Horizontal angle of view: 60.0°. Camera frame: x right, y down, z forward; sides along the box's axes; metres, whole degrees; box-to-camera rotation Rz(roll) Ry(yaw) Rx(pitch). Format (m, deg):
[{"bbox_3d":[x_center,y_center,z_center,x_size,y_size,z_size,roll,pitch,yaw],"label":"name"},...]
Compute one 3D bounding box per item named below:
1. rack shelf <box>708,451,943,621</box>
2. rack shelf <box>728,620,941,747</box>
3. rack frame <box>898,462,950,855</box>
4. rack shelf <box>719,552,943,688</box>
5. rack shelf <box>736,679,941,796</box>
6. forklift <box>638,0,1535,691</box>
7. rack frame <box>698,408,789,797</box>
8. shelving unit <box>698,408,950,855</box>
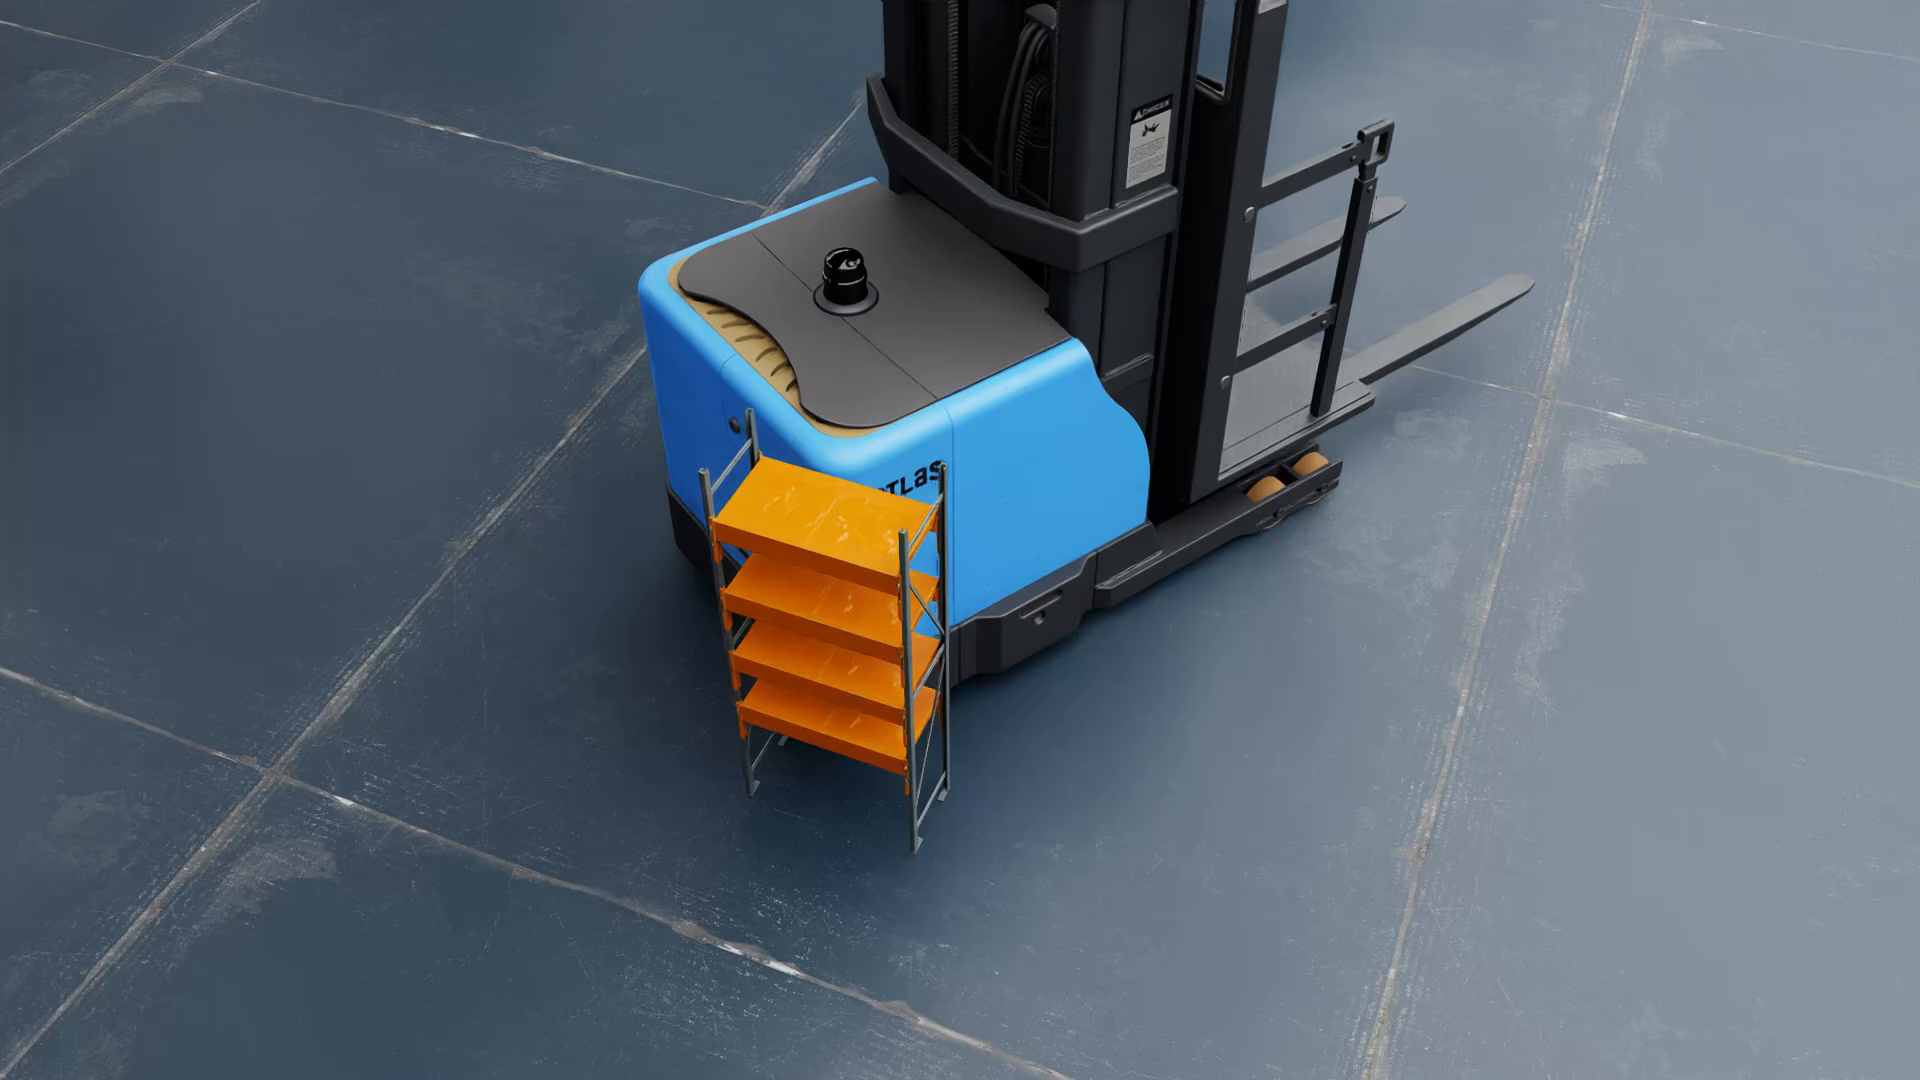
[{"bbox_3d":[-0.305,-0.014,3.856,0.480,0.148,0.258,16,47,16],"label":"rack shelf"},{"bbox_3d":[-0.305,0.312,4.181,0.480,0.148,0.258,16,47,16],"label":"rack shelf"},{"bbox_3d":[-0.080,0.331,4.067,0.015,1.200,0.240,16,47,16],"label":"rack frame"},{"bbox_3d":[-0.305,0.154,4.023,0.480,0.148,0.258,16,47,16],"label":"rack shelf"},{"bbox_3d":[-0.305,0.453,4.321,0.480,0.148,0.258,16,47,16],"label":"rack shelf"},{"bbox_3d":[0.607,-1.351,4.529,3.031,2.935,1.130,-27,51,-25],"label":"forklift"},{"bbox_3d":[-0.530,0.198,4.200,0.015,1.200,0.240,16,47,16],"label":"rack frame"},{"bbox_3d":[-0.305,0.264,4.134,0.503,1.200,0.258,16,47,16],"label":"shelving unit"}]
